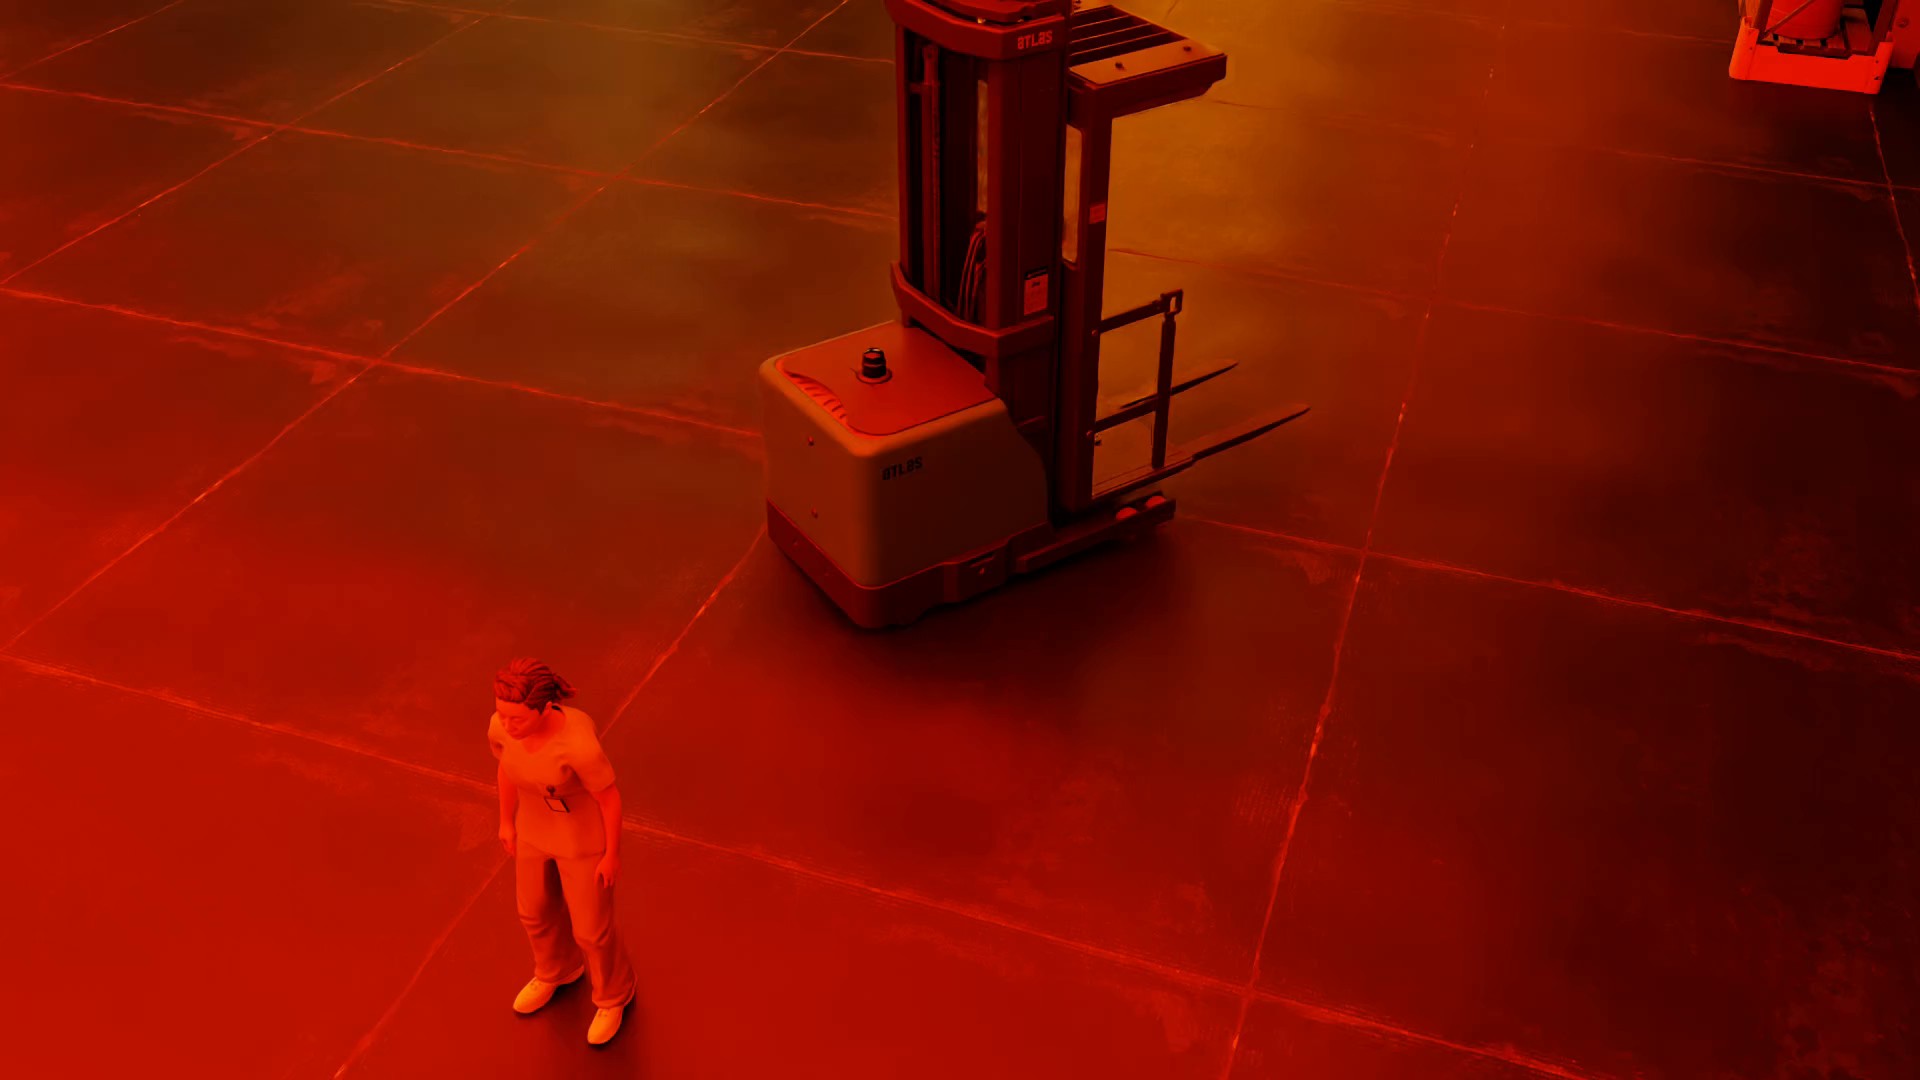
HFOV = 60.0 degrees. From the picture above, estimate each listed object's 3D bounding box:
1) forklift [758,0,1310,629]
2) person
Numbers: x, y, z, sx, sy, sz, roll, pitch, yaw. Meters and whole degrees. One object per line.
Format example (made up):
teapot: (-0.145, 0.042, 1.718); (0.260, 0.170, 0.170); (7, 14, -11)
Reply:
forklift: (0.521, -1.430, 8.128); (3.031, 2.935, 1.130); (-21, 41, -27)
person: (-1.378, 1.042, 5.735); (0.490, 1.668, 0.362); (15, 38, 20)
